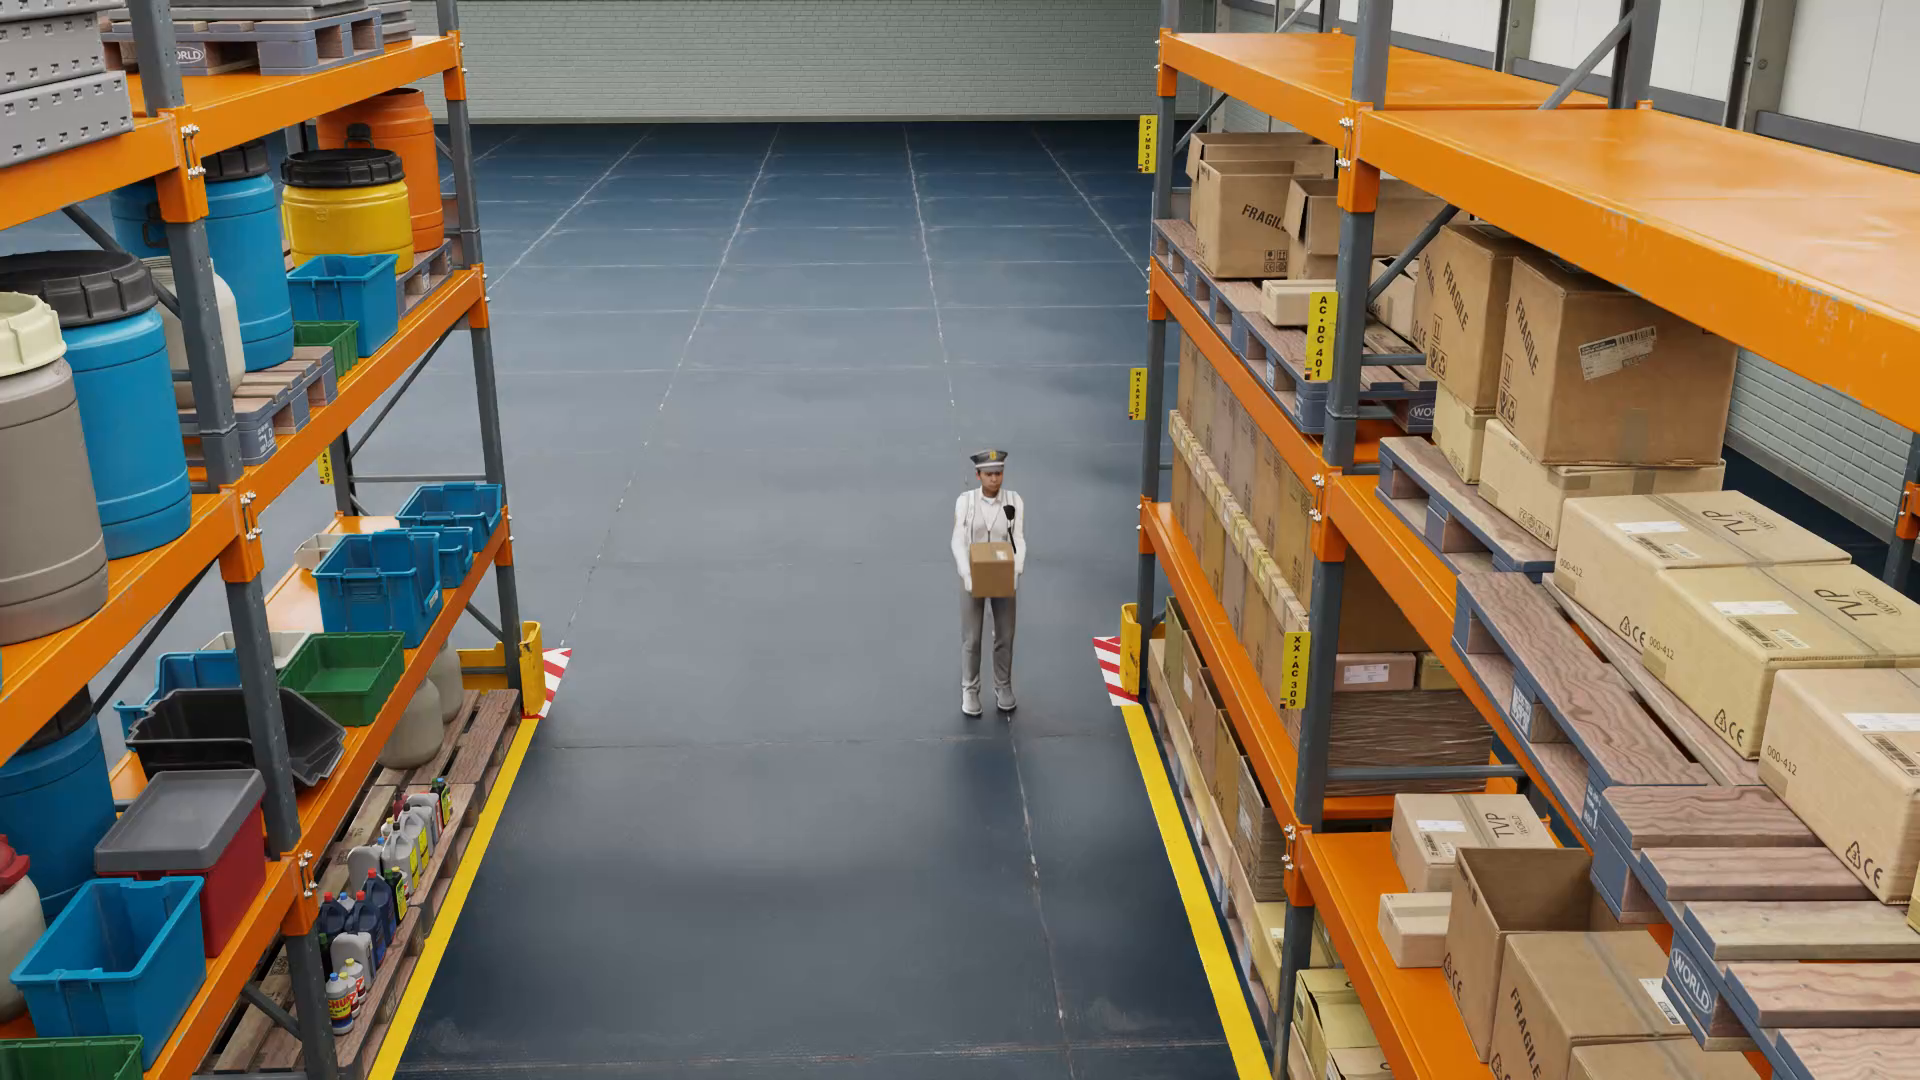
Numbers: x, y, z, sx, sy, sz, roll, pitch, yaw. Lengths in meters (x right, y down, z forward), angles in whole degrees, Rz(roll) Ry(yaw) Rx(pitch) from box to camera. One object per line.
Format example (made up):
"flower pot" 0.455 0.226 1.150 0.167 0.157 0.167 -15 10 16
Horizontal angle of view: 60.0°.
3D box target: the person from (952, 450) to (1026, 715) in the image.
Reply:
"person" 0.179 0.265 10.335 0.459 1.686 0.563 -2 21 -4
